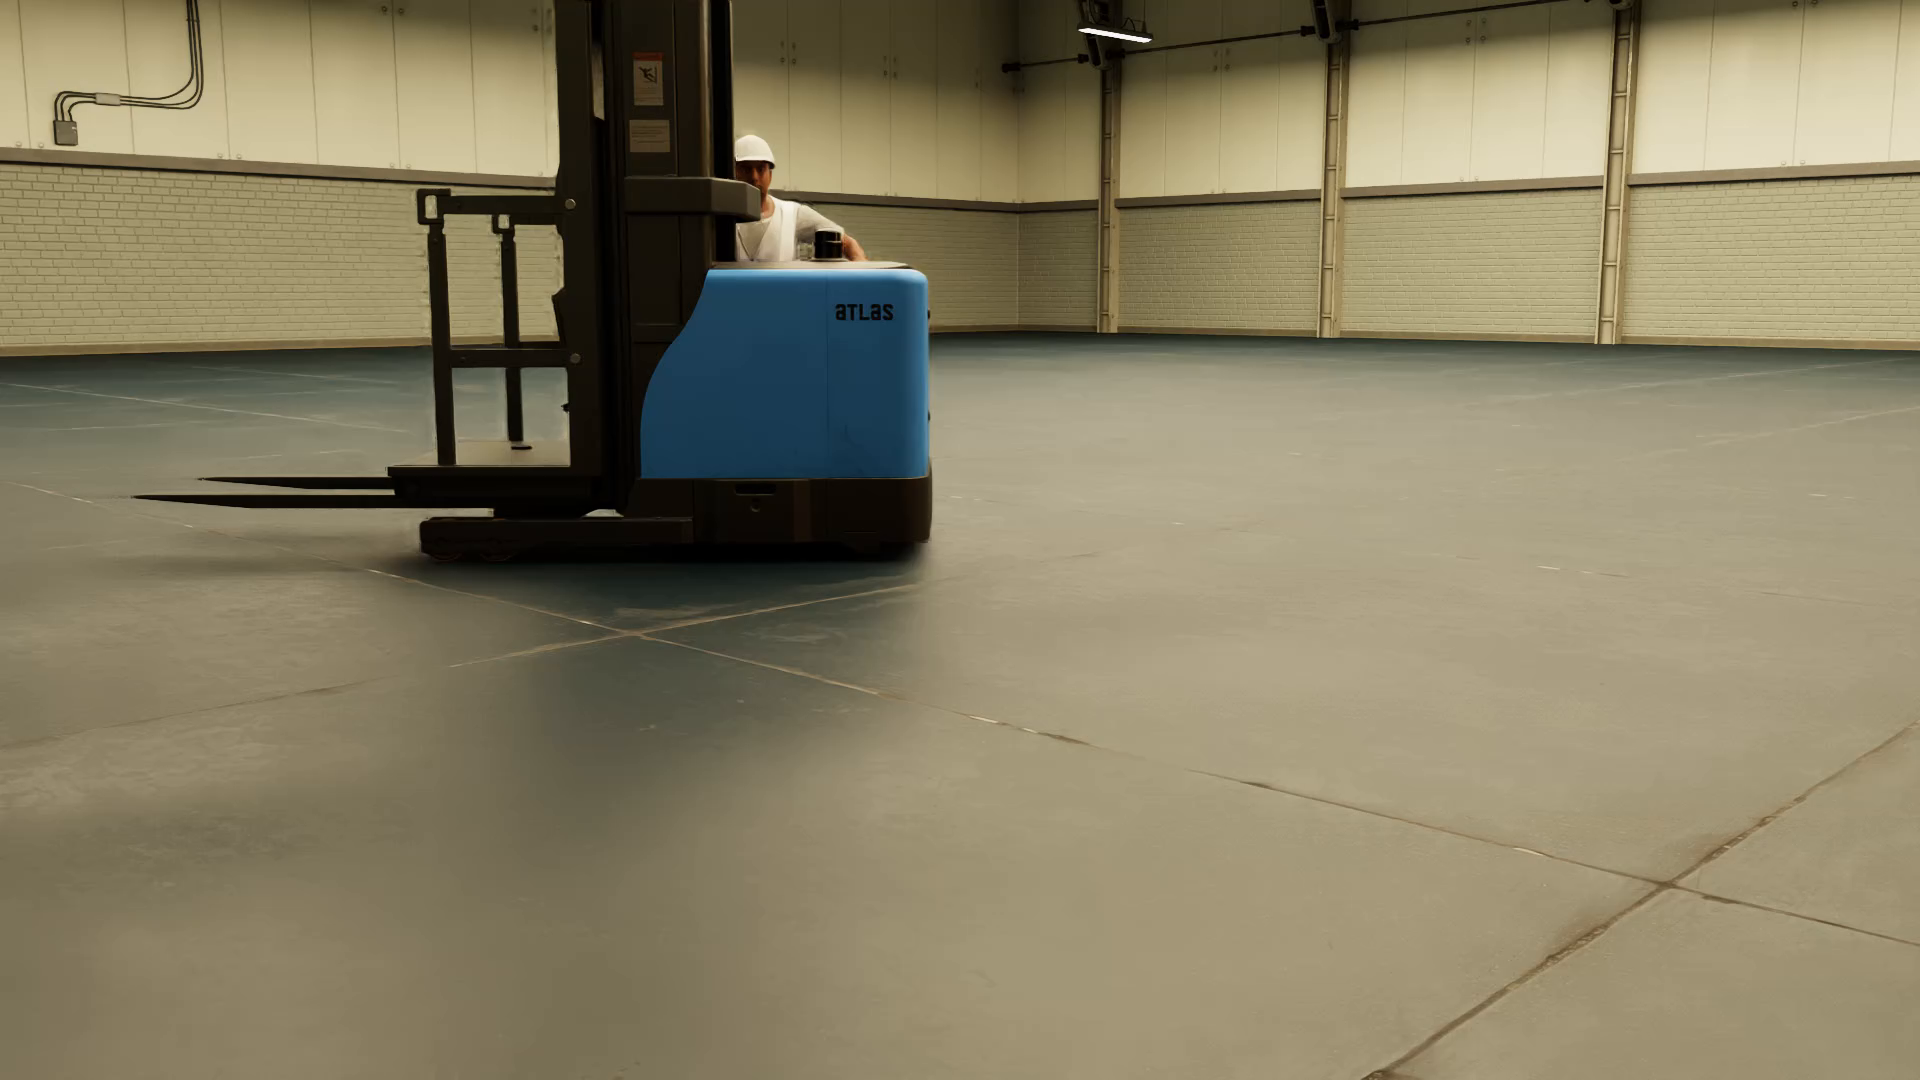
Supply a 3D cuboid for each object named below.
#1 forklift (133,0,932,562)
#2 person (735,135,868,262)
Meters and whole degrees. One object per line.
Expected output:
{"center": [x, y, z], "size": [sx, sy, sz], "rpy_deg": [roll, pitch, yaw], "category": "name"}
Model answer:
{"center": [-1.633, -1.445, 6.470], "size": [3.031, 2.935, 1.130], "rpy_deg": [0, 9, 0], "category": "forklift"}
{"center": [-0.857, -0.903, 7.153], "size": [1.082, 1.666, 0.807], "rpy_deg": [-1, 9, -5], "category": "person"}
